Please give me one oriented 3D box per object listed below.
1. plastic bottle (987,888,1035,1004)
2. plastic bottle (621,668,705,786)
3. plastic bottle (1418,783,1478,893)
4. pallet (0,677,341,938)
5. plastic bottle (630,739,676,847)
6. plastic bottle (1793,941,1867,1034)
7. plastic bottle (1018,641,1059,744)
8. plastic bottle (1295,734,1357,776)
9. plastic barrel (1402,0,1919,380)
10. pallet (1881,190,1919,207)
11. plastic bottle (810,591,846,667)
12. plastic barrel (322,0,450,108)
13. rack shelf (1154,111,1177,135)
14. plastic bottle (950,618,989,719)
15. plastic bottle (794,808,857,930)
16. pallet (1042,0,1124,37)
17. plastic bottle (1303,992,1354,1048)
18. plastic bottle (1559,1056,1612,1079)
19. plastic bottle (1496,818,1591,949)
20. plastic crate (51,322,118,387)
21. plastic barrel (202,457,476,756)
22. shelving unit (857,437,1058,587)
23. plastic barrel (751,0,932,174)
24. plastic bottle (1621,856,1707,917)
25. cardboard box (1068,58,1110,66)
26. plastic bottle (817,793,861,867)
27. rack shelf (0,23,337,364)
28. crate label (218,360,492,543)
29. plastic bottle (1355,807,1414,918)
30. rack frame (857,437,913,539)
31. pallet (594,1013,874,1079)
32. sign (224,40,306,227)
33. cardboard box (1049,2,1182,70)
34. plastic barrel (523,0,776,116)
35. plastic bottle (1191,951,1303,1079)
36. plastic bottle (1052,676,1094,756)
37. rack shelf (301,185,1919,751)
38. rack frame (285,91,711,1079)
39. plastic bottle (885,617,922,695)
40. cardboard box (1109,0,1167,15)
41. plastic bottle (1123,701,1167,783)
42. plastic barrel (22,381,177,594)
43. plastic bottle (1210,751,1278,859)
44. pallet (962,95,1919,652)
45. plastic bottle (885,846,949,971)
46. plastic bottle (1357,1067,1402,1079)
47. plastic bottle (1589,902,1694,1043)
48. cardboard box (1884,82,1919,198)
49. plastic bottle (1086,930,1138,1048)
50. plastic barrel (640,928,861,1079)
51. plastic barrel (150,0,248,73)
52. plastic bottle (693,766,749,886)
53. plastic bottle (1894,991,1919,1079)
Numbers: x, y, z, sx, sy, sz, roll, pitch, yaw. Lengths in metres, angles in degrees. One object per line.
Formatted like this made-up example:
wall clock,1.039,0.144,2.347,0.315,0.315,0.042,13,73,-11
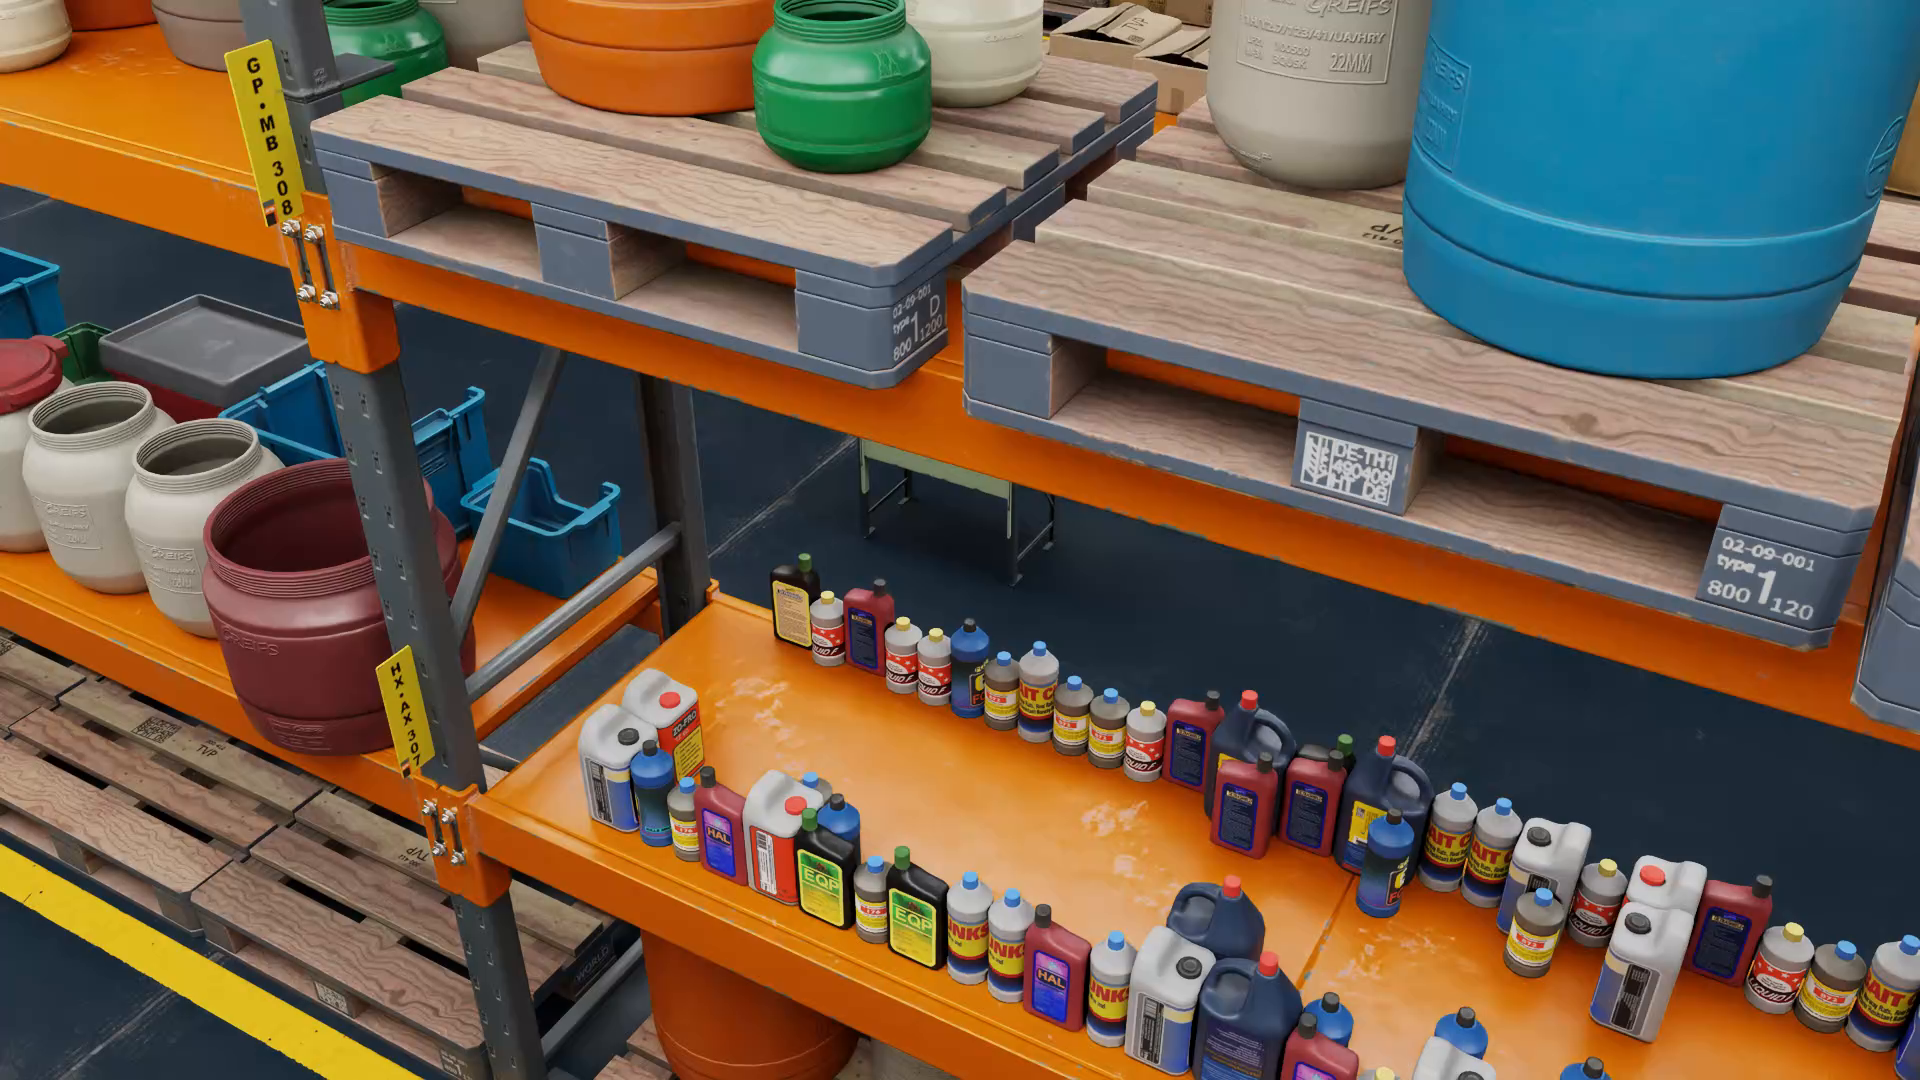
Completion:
plastic bottle,0.106,0.824,3.422,0.097,0.271,0.097,0,34,0
plastic bottle,-0.708,0.450,3.980,0.135,0.276,0.152,18,37,24
plastic bottle,1.084,0.650,3.684,0.097,0.271,0.097,0,34,0
pallet,-2.708,0.790,5.873,1.213,0.211,1.003,18,37,24
plastic bottle,-0.697,0.570,3.804,0.097,0.271,0.097,0,34,0
plastic bottle,1.772,0.897,3.376,0.097,0.201,0.097,0,34,0
plastic bottle,0.193,0.368,4.108,0.097,0.271,0.097,0,34,0
plastic bottle,0.832,0.553,3.818,0.133,0.283,0.061,18,37,24
plastic barrel,0.916,-0.731,2.103,0.708,0.901,0.600,18,37,24
pallet,4.295,-1.278,6.636,1.213,0.211,1.003,18,37,24
plastic bottle,-0.345,0.226,4.383,0.097,0.201,0.097,0,34,0
plastic barrel,-1.239,-1.030,3.524,0.294,0.245,0.294,0,34,0
rack shelf,-0.275,-2.436,8.851,4.000,0.370,1.077,18,37,24
plastic bottle,0.024,0.314,4.188,0.097,0.271,0.097,0,34,0
plastic bottle,-0.288,0.706,3.588,0.133,0.283,0.061,18,37,24
pallet,1.120,-4.296,13.512,1.213,0.211,1.003,18,37,24
plastic bottle,0.698,0.973,3.198,0.097,0.271,0.097,0,34,0
plastic bottle,1.145,1.056,3.073,0.097,0.271,0.097,0,34,0
plastic bottle,1.256,0.720,3.575,0.135,0.276,0.152,18,37,24
plastic crate,-2.820,-0.472,5.443,0.662,0.188,0.450,18,37,24
plastic barrel,-1.552,0.159,4.183,0.708,0.536,0.600,18,37,24
shelving unit,-0.006,-0.626,6.837,0.755,1.500,0.431,18,37,24
plastic barrel,-0.193,-0.760,2.739,0.294,0.245,0.294,0,34,0
plastic bottle,1.457,0.783,3.479,0.135,0.276,0.152,18,37,24
cardboard box,0.544,-2.195,8.067,0.250,0.149,0.380,18,37,24
plastic bottle,-0.265,0.668,3.656,0.097,0.271,0.097,0,34,0
rack shelf,-2.736,-1.302,4.442,4.000,0.370,1.077,18,37,24
crate label,-1.728,-0.221,4.844,0.616,0.435,0.502,18,37,24
plastic bottle,0.928,0.692,3.620,0.097,0.271,0.097,0,34,0
rack frame,-0.324,-0.727,6.988,0.023,1.500,0.400,18,37,24
pallet,-0.294,1.554,4.725,1.213,0.211,1.003,18,37,24
sign,-1.266,-0.741,3.045,0.005,0.325,0.100,18,37,24
cardboard box,0.781,-2.488,8.360,0.500,0.311,0.500,17,37,24
plastic barrel,-0.508,-1.247,2.944,0.708,0.830,0.600,18,37,24
plastic bottle,0.557,0.919,3.208,0.185,0.351,0.144,18,37,24
plastic bottle,0.278,0.424,4.087,0.097,0.201,0.097,0,34,0
rack shelf,0.737,-0.202,2.790,4.000,0.370,1.077,18,37,24
rack frame,-0.999,0.197,4.248,0.127,3.000,1.000,18,37,24
plastic bottle,-0.145,0.290,4.288,0.097,0.201,0.097,0,34,0
cardboard box,1.565,-4.501,13.161,0.500,0.500,0.700,17,37,23
plastic bottle,0.447,0.477,4.007,0.097,0.201,0.097,0,34,0
plastic barrel,-2.364,-0.145,4.661,0.421,0.512,0.421,0,34,0
plastic bottle,0.645,0.586,3.769,0.133,0.283,0.061,18,37,24
pallet,0.759,-0.352,2.536,1.213,0.211,1.003,18,37,24
plastic bottle,-0.088,0.770,3.493,0.133,0.283,0.061,18,37,24
plastic bottle,0.784,1.068,3.119,0.097,0.201,0.097,0,34,0
plastic bottle,1.382,0.857,3.369,0.135,0.276,0.152,18,37,24
cardboard box,4.006,-1.698,6.625,0.500,0.500,0.700,24,41,32
plastic bottle,0.306,0.888,3.327,0.097,0.271,0.097,0,34,0
plastic barrel,-0.566,1.052,4.543,0.708,0.830,0.600,18,37,24
plastic barrel,-1.604,-1.590,3.774,0.600,0.901,0.600,0,34,0
plastic bottle,-0.521,0.632,3.699,0.133,0.283,0.061,18,37,24
plastic bottle,1.943,0.937,3.248,0.135,0.276,0.152,18,37,24
